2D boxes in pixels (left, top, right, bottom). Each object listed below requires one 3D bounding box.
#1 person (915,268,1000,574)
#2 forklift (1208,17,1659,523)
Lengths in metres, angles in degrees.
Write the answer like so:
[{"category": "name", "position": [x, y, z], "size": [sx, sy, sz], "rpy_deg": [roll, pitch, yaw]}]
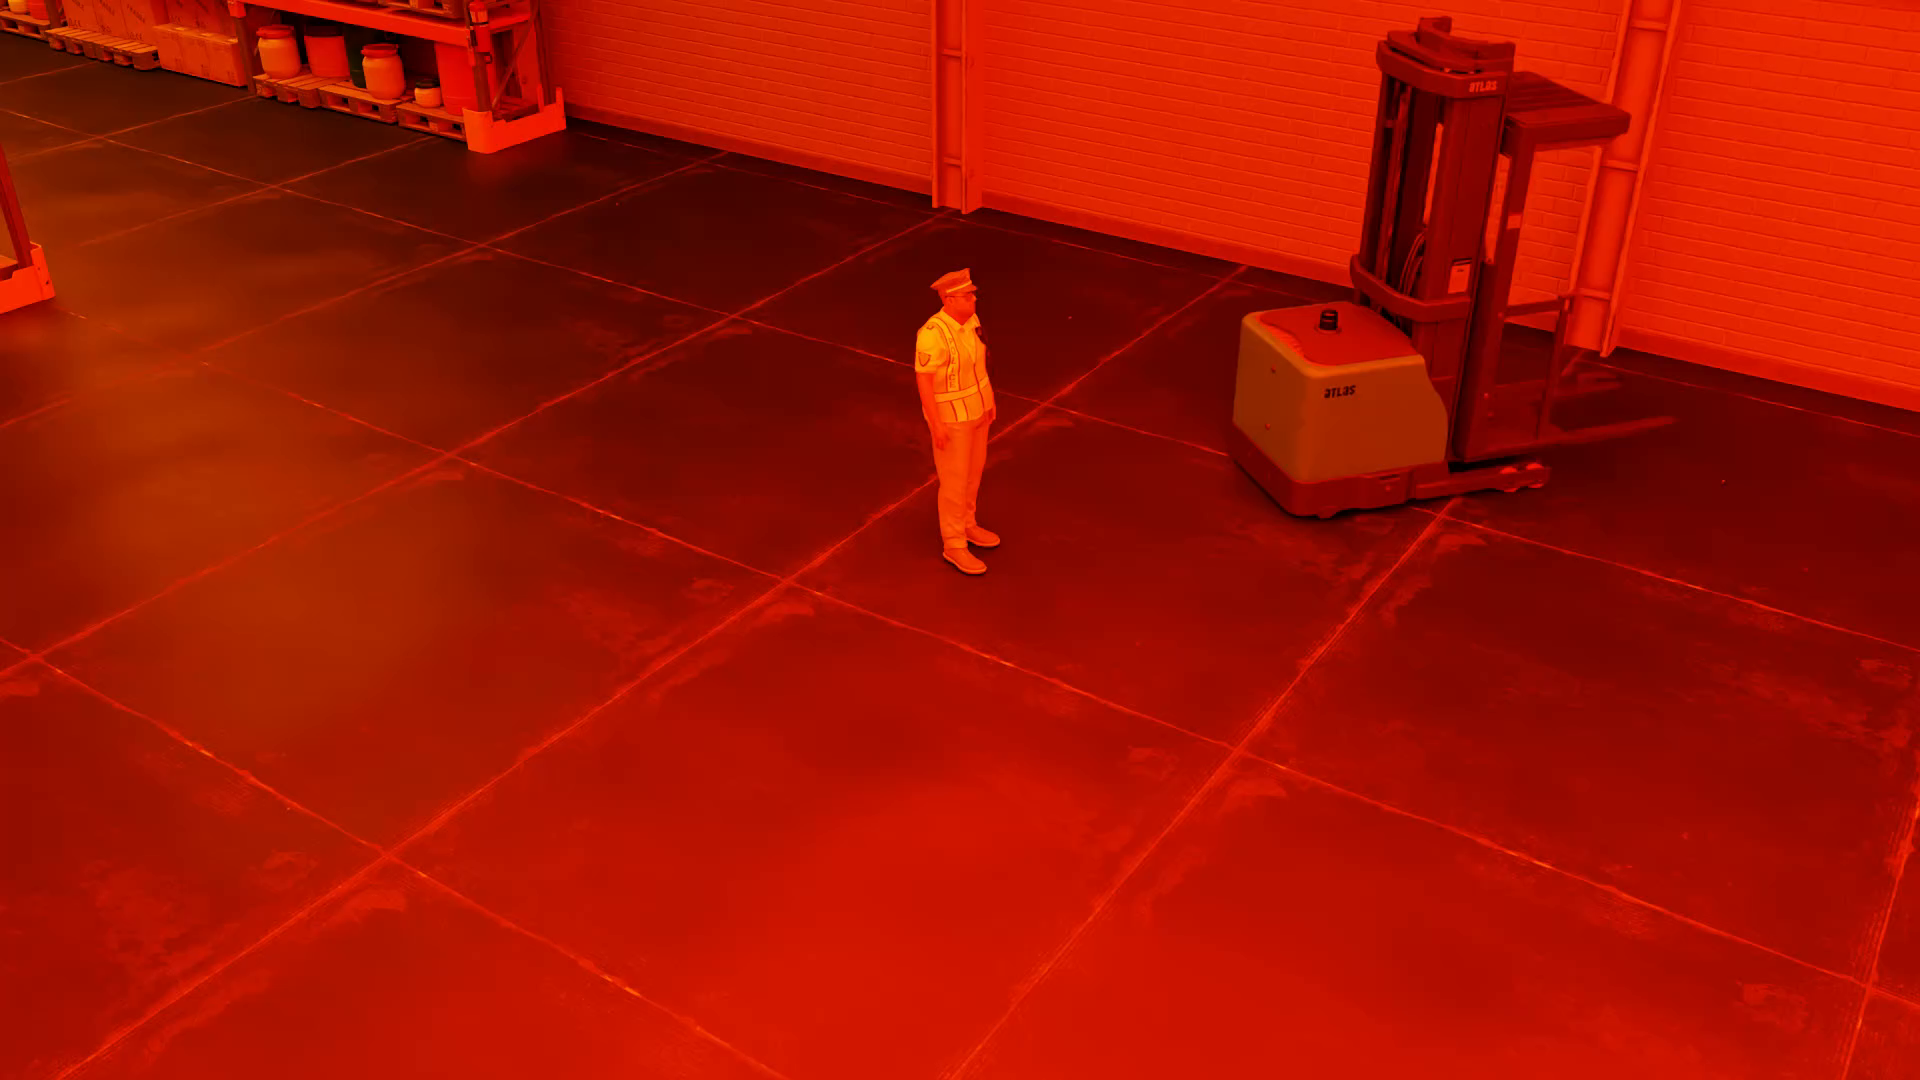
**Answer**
[{"category": "person", "position": [0.058, -0.751, 10.003], "size": [0.574, 1.781, 0.641], "rpy_deg": [19, 35, 29]}, {"category": "forklift", "position": [3.267, -1.802, 10.685], "size": [3.031, 2.935, 1.130], "rpy_deg": [-9, 31, -15]}]
